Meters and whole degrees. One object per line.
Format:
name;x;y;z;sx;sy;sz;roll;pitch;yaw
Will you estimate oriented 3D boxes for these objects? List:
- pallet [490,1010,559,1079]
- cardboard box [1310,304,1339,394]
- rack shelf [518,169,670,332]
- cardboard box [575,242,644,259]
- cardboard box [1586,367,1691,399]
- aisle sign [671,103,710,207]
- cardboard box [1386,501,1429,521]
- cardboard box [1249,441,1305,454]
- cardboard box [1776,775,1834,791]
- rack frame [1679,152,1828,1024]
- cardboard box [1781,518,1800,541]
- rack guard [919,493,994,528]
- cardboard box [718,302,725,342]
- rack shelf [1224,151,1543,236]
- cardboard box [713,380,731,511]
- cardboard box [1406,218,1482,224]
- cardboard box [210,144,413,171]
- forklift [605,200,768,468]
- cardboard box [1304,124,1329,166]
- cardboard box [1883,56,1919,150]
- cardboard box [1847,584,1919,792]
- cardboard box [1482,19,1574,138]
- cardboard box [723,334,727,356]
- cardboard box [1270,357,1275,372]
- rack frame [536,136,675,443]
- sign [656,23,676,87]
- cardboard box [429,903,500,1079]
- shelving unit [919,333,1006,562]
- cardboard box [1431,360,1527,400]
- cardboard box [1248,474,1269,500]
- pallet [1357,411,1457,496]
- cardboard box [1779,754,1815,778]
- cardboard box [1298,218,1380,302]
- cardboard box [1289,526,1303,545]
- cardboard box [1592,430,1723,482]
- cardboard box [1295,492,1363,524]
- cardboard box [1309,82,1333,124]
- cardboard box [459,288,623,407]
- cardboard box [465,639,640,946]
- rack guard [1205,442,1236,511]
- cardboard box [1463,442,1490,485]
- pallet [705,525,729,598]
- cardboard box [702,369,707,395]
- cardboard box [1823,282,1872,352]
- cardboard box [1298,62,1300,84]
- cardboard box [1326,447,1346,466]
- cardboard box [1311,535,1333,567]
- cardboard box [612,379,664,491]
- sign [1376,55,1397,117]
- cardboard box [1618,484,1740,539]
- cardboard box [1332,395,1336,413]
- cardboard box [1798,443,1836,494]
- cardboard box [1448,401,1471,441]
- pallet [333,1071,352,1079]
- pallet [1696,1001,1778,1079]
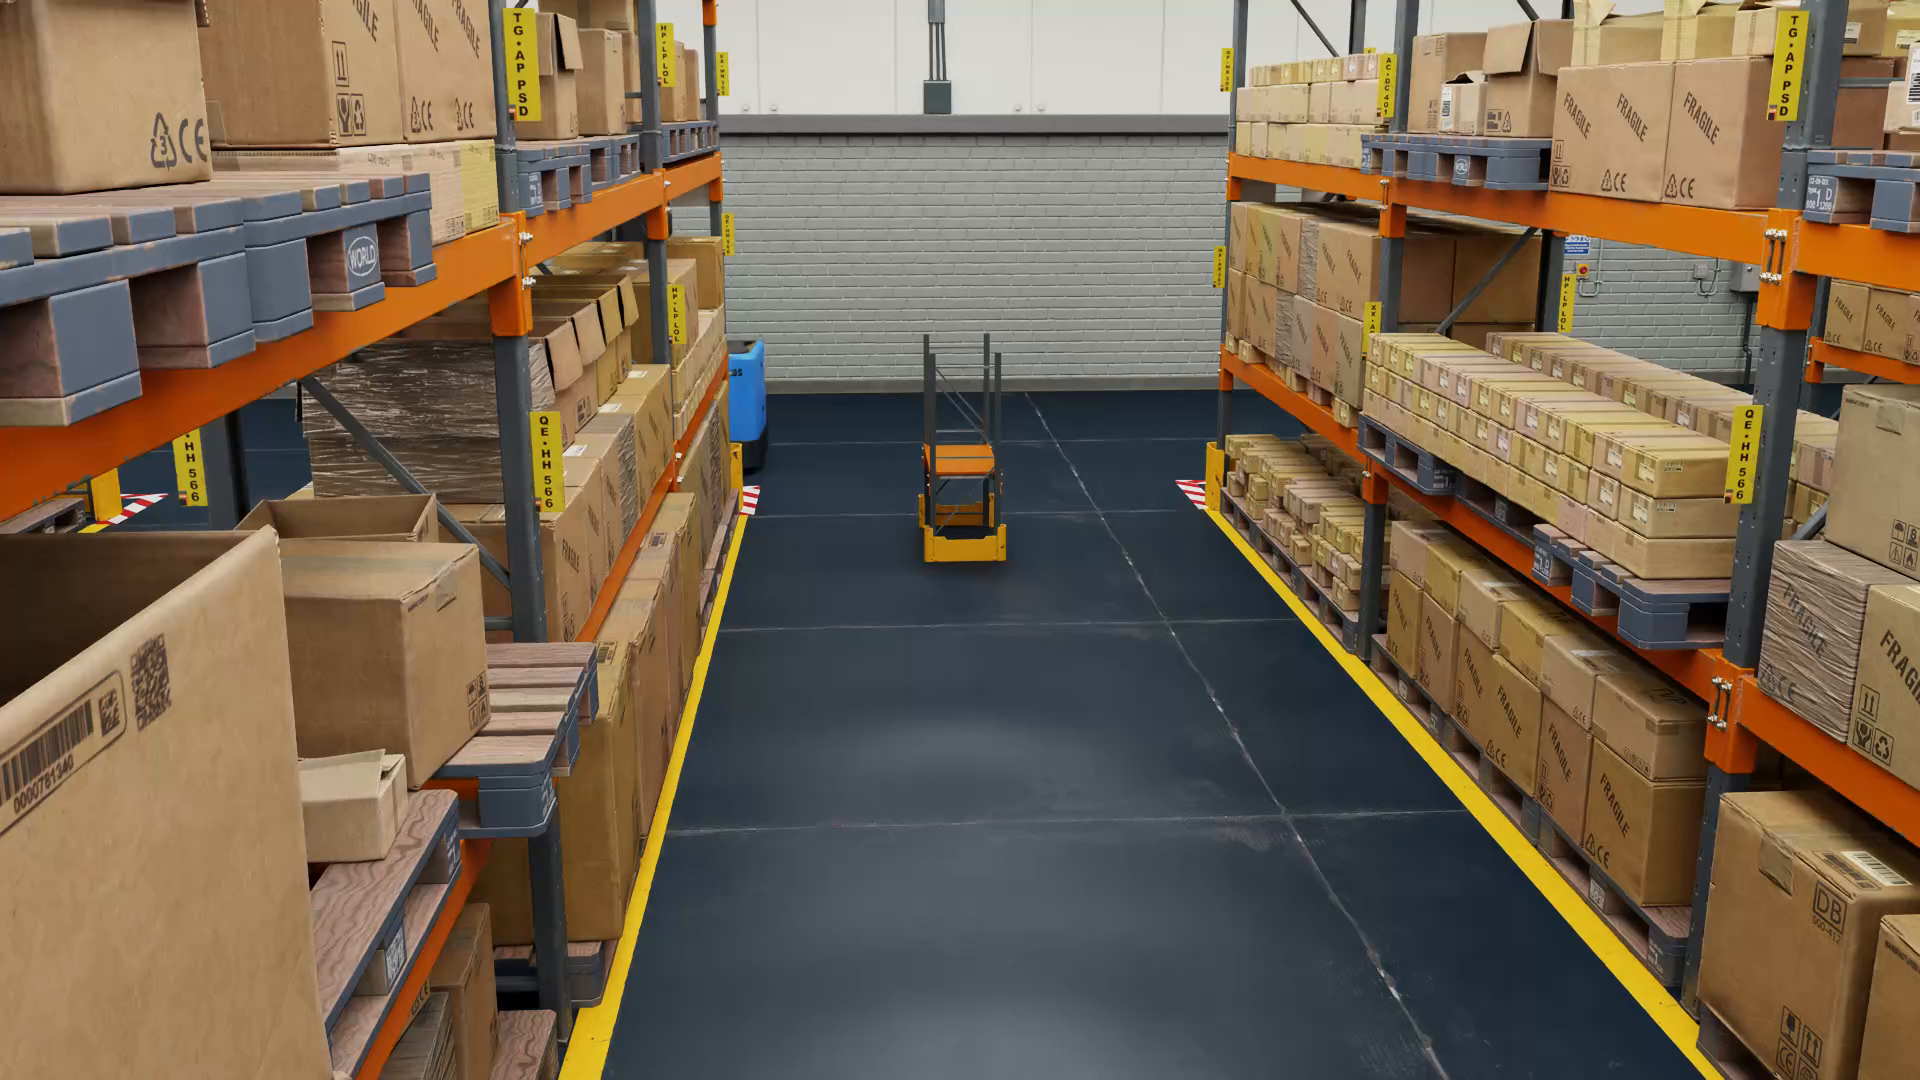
pallet;-1.812;1.830;4.988;1.003;0.211;1.213;-1;14;-3
cardboard box;2.507;-1.198;10.366;0.500;0.500;0.500;-1;14;-5
rack shelf;-1.983;-1.316;7.045;1.077;0.370;4.000;-1;14;-3
cardboard box;-2.563;-1.891;12.054;0.500;0.500;0.500;-1;14;-5
cardboard box;3.150;-0.709;7.731;0.380;0.149;0.250;-2;15;-6
aisle sign;-2.059;-2.985;12.893;0.394;0.787;0.004;-1;14;-3
cardboard box;2.974;-0.156;10.799;0.380;0.149;0.250;-1;14;-5
cardboard box;2.433;-0.664;12.772;0.380;0.149;0.250;-1;14;-2
cardboard box;3.309;1.062;6.554;0.500;0.500;0.500;-2;15;-6
rack frame;3.098;0.234;5.596;1.000;3.000;0.127;-1;14;-3
cardboard box;3.255;-0.029;6.279;0.380;0.149;0.250;0;14;-1
rack guard;-0.026;-0.226;12.903;0.587;0.250;0.087;-1;14;-3
cardboard box;-2.059;-1.659;12.658;0.500;0.250;0.500;-1;14;-4
rack shelf;2.726;-2.362;11.112;1.077;0.370;4.000;-1;14;-3
cardboard box;-2.235;-0.720;12.728;0.875;0.875;0.875;-1;14;-3
cardboard box;3.018;-1.808;10.728;0.500;0.500;0.500;-1;14;-3
cardboard box;-1.512;-0.732;3.632;0.500;0.250;0.500;0;14;-2
forklift;-3.305;-2.109;14.841;3.031;2.935;1.130;0;14;-2
cardboard box;2.499;-2.509;10.540;0.500;0.250;0.500;-1;14;-4
cardboard box;3.328;-1.413;5.778;0.500;0.500;0.500;-1;14;-3
cardboard box;2.891;0.428;4.642;0.500;0.500;0.500;-1;14;-4
cardboard box;2.815;-2.080;7.523;0.797;0.503;0.637;-1;14;-4
cardboard box;-2.004;-1.499;12.836;0.380;0.149;0.250;-1;14;-2
cardboard box;2.461;-1.288;12.015;0.380;0.149;0.250;-1;14;-4
rack frame;-2.107;-0.709;9.263;1.000;3.000;0.127;-1;14;-3
sign;-1.566;-2.575;8.827;0.100;0.325;0.005;-1;14;-3
cardboard box;-1.797;1.449;5.007;0.700;0.500;0.500;-2;15;-6
shelving unit;0.005;-0.707;12.266;0.587;1.500;1.083;-1;14;-3
cardboard box;2.482;-0.767;7.953;0.380;0.149;0.250;-1;14;-4
cardboard box;2.350;-0.394;12.319;0.380;0.149;0.250;0;14;-2
pallet;2.752;-0.475;8.739;1.003;0.211;1.213;-1;14;-3
cardboard box;3.297;0.703;6.443;0.500;0.250;0.500;-2;15;-6
cardboard box;2.496;-1.806;10.722;0.500;0.500;0.500;-1;14;-2
cardboard box;2.473;0.001;11.381;0.380;0.149;0.250;-1;14;-2
cardboard box;2.597;-0.313;6.190;0.380;0.149;0.250;-1;14;-4
cardboard box;2.443;-0.212;11.016;0.380;0.149;0.250;-2;15;-6
cardboard box;2.510;-2.753;10.483;0.500;0.250;0.500;0;14;-1
cardboard box;-2.028;-0.914;7.844;0.797;0.503;0.637;-1;14;-3
cardboard box;-1.881;0.939;6.277;1.225;0.875;0.875;-2;15;-6
rack guard;2.607;-0.526;13.567;1.175;0.500;0.348;-1;14;-3
cardboard box;2.514;-0.350;7.528;0.380;0.149;0.250;-2;15;-6
pallet;-2.154;0.147;11.532;1.003;0.211;1.213;-1;14;-3
cardboard box;-1.891;-1.054;11.107;0.380;0.149;0.250;-1;14;-5
cardboard box;7.280;-1.782;13.230;0.500;0.500;0.500;-1;14;-4
cardboard box;2.462;-3.100;11.032;0.380;0.149;0.250;0;14;-2
cardboard box;2.989;-0.613;12.572;0.380;0.149;0.250;-1;14;-5
cardboard box;2.450;0.066;10.533;0.380;0.149;0.250;-1;14;-5
cardboard box;-1.781;-0.522;8.336;0.500;0.500;0.500;0;14;-2
sign;2.309;-2.453;8.984;0.100;0.325;0.005;-1;14;-3
cardboard box;2.613;-0.107;5.988;0.380;0.149;0.250;-1;14;-2
cardboard box;2.517;-0.836;10.260;0.380;0.149;0.250;0;14;-1
cardboard box;3.262;-0.255;5.964;0.380;0.149;0.250;-1;14;-3
cardboard box;2.502;-0.555;7.728;0.380;0.149;0.250;-1;14;-4
pallet;-1.513;1.181;2.301;1.003;0.211;1.213;-1;14;-3
pallet;3.072;1.782;5.177;1.003;0.211;1.213;-1;14;-3
